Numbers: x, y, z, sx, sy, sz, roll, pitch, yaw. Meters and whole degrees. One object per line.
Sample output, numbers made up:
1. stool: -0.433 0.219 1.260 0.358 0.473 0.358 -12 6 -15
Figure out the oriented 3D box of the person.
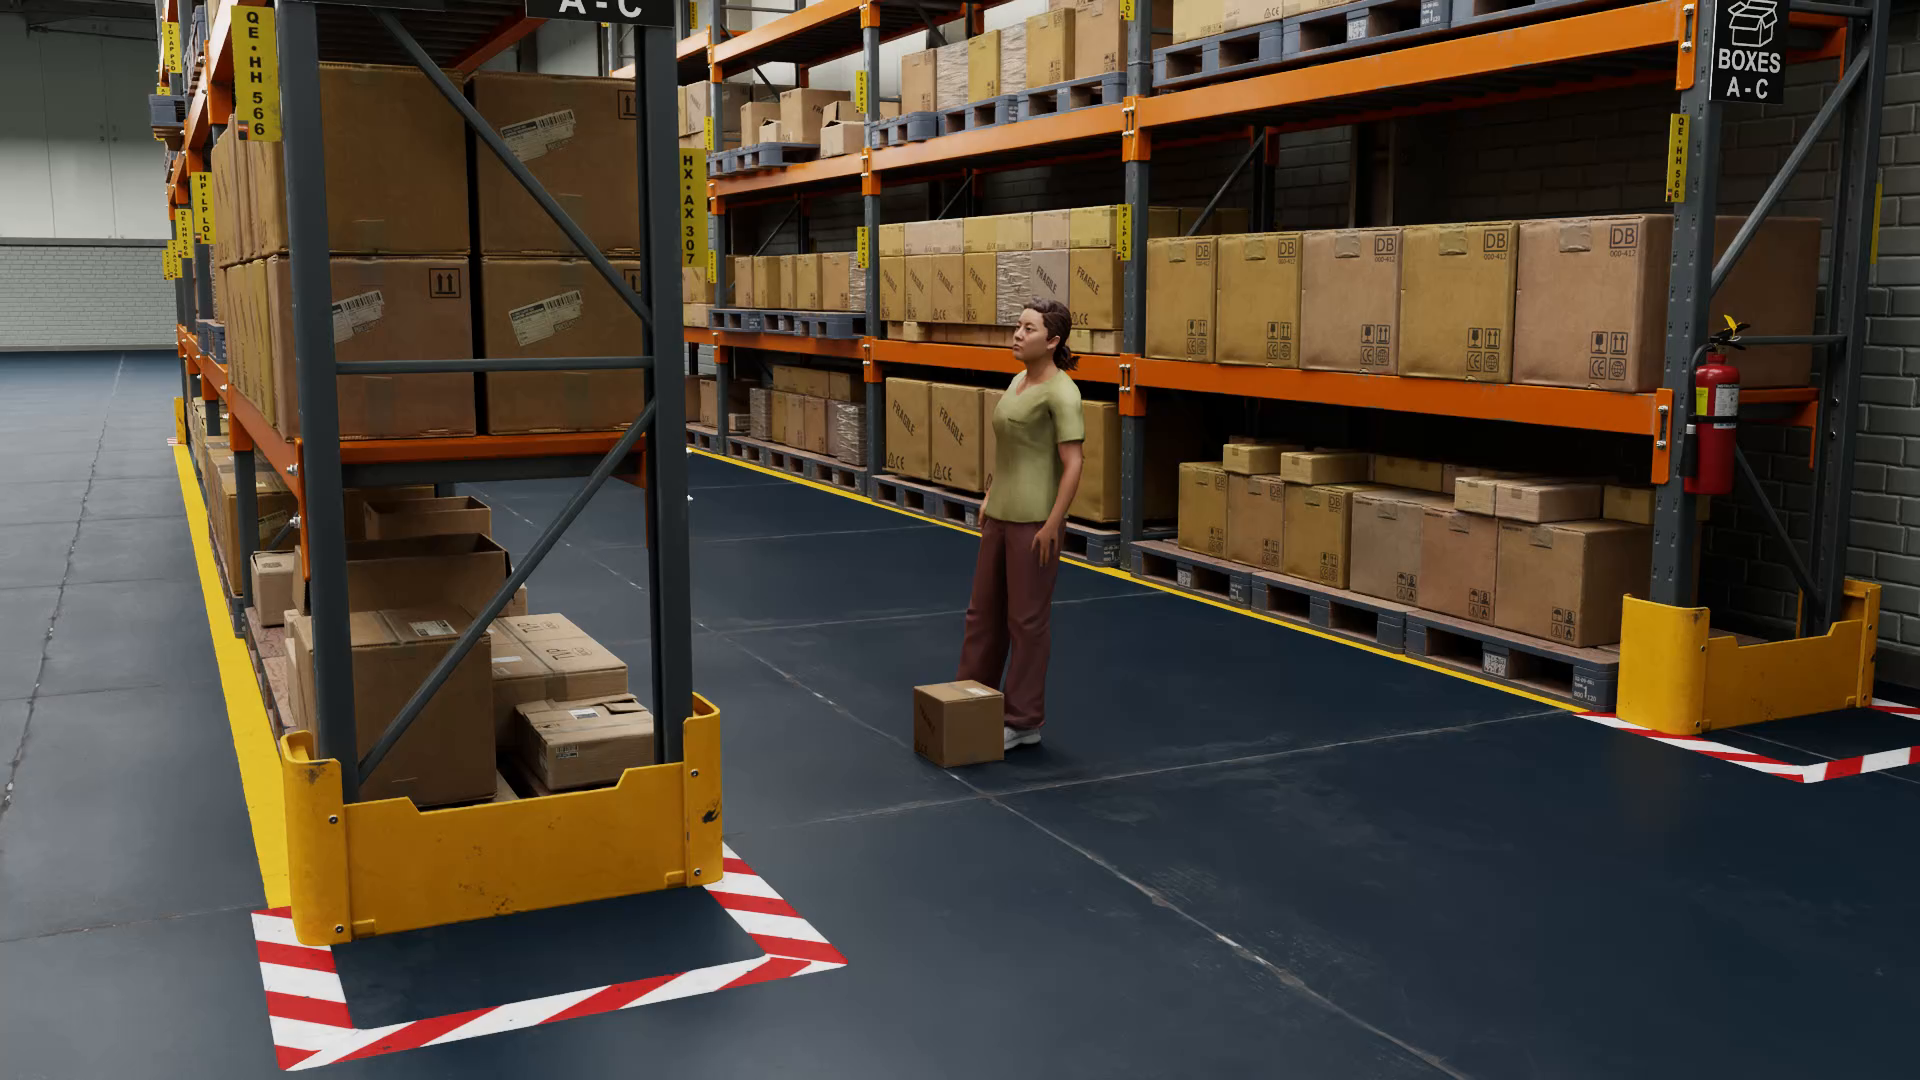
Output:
1. person: 0.175 -0.055 6.153 0.547 1.673 0.553 -4 10 -26
